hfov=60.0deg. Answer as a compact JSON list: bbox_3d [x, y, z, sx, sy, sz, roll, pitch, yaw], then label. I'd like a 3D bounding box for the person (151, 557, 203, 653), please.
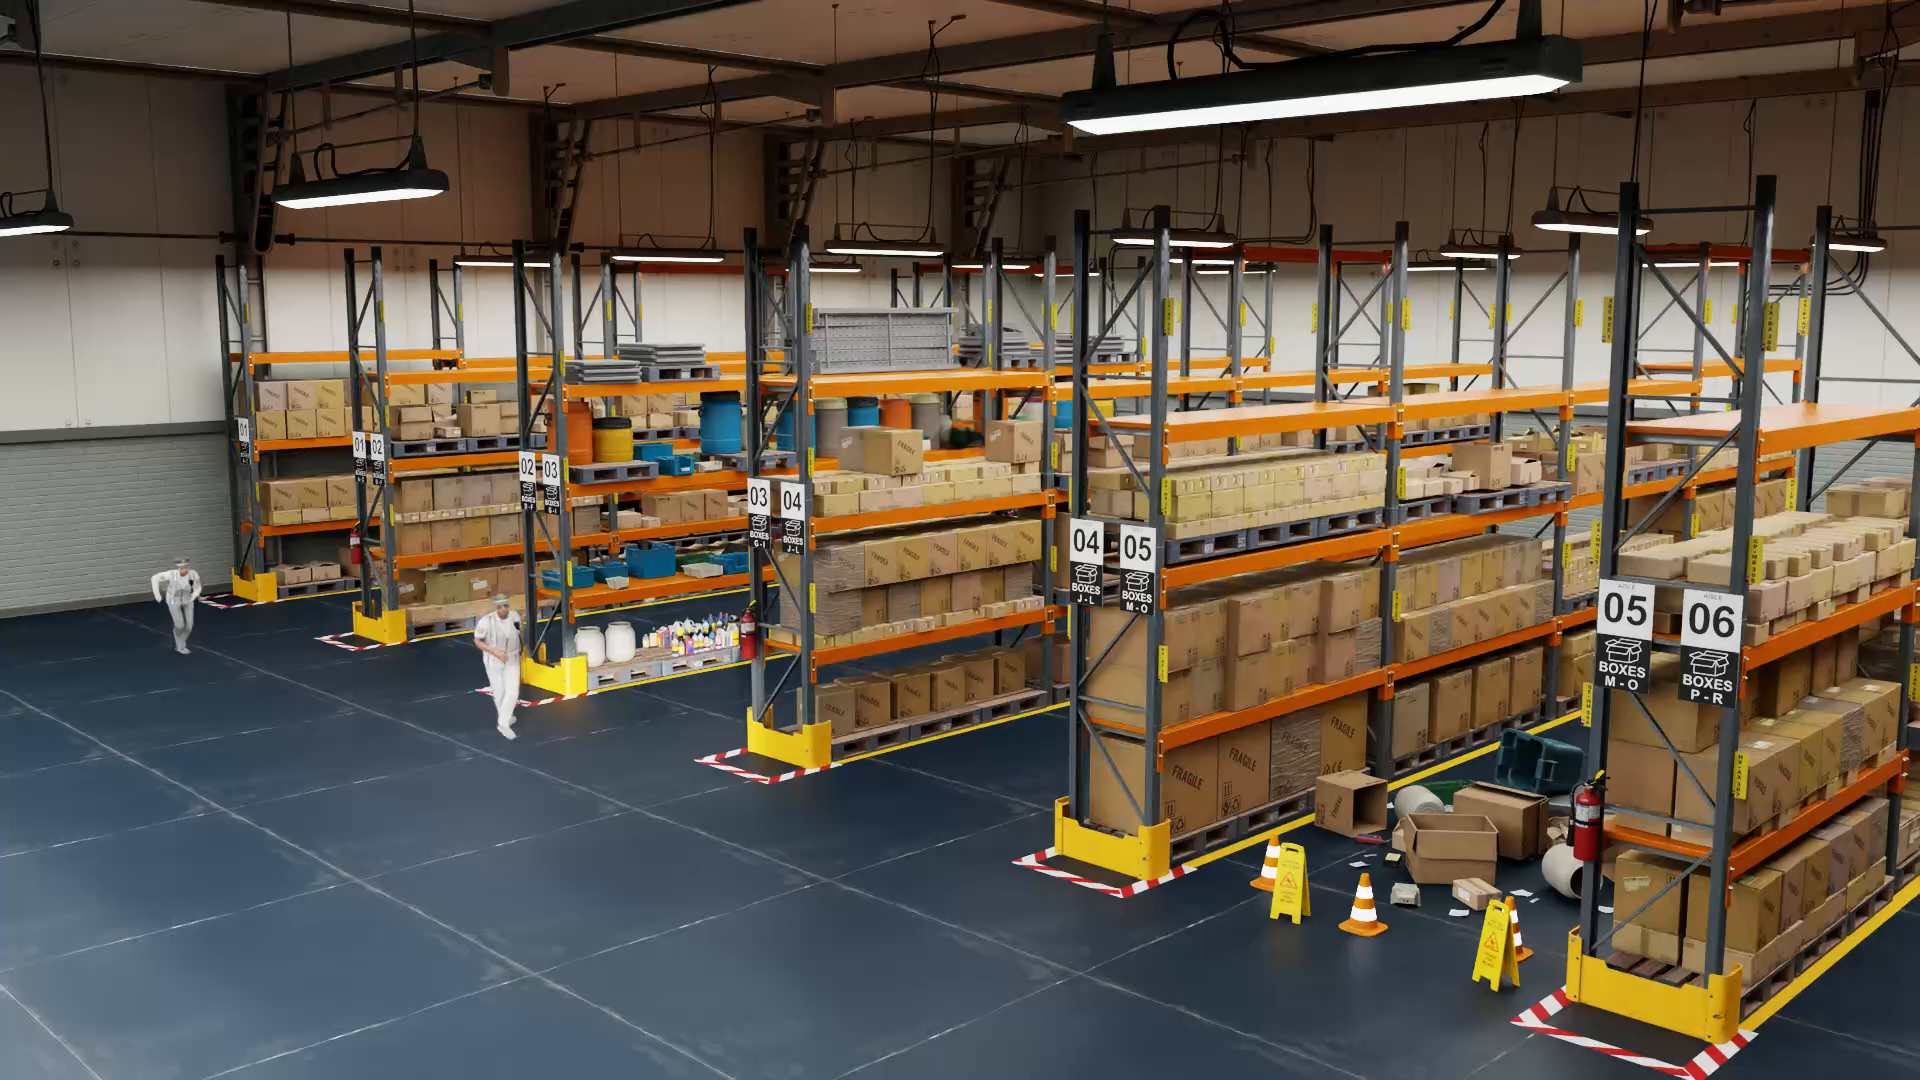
[{"bbox_3d":[-11.482,0.967,24.421,0.655,1.499,0.861,-6,10,-35],"label":"person"}]

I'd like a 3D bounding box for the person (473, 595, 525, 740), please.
[{"bbox_3d":[-5.564,1.481,20.095,0.635,1.748,0.800,-3,9,-22],"label":"person"}]

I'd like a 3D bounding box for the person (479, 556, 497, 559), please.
[{"bbox_3d":[-8.175,0.219,28.888,0.618,1.751,1.029,7,10,39],"label":"person"}]
